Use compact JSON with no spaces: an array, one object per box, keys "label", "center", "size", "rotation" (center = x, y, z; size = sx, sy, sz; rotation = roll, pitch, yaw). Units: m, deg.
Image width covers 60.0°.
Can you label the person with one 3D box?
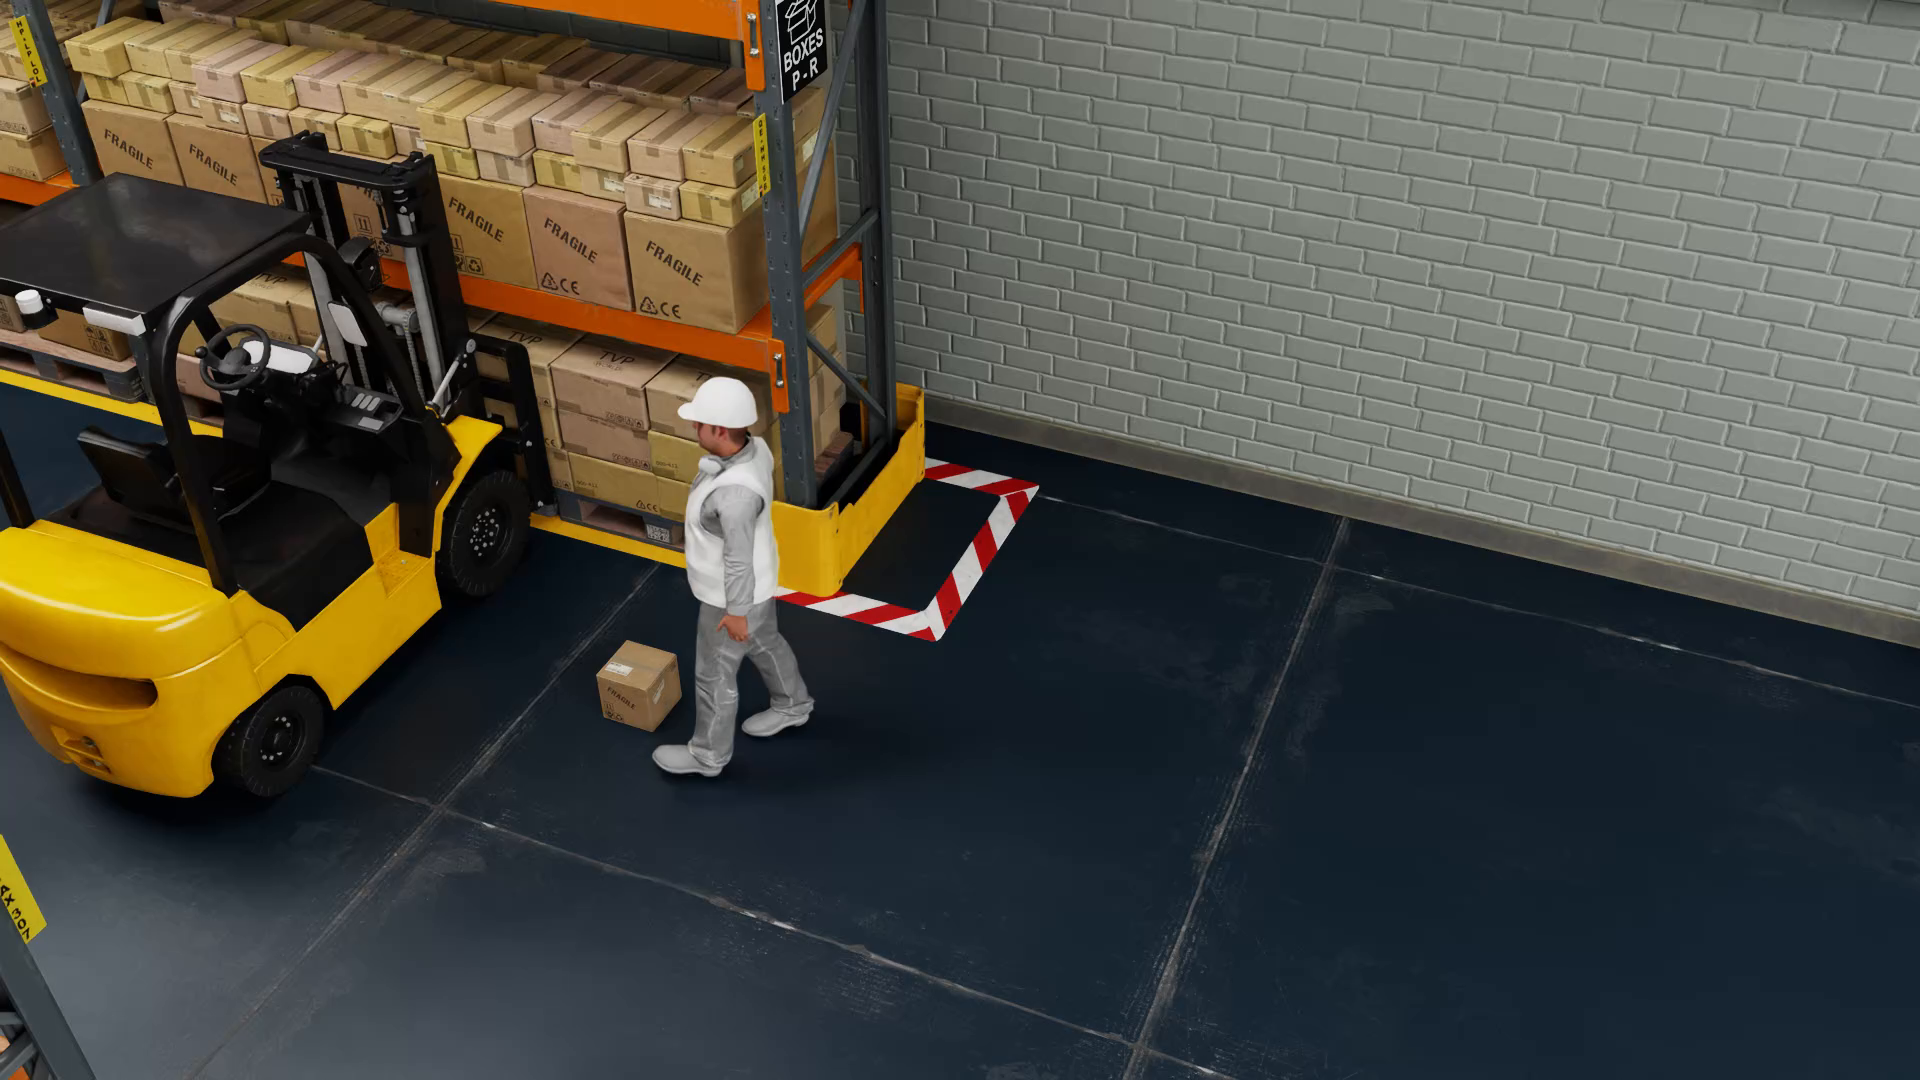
[{"label":"person","center":[-0.974,0.138,6.610],"size":[0.513,1.773,0.563],"rotation":[11,39,14]}]
